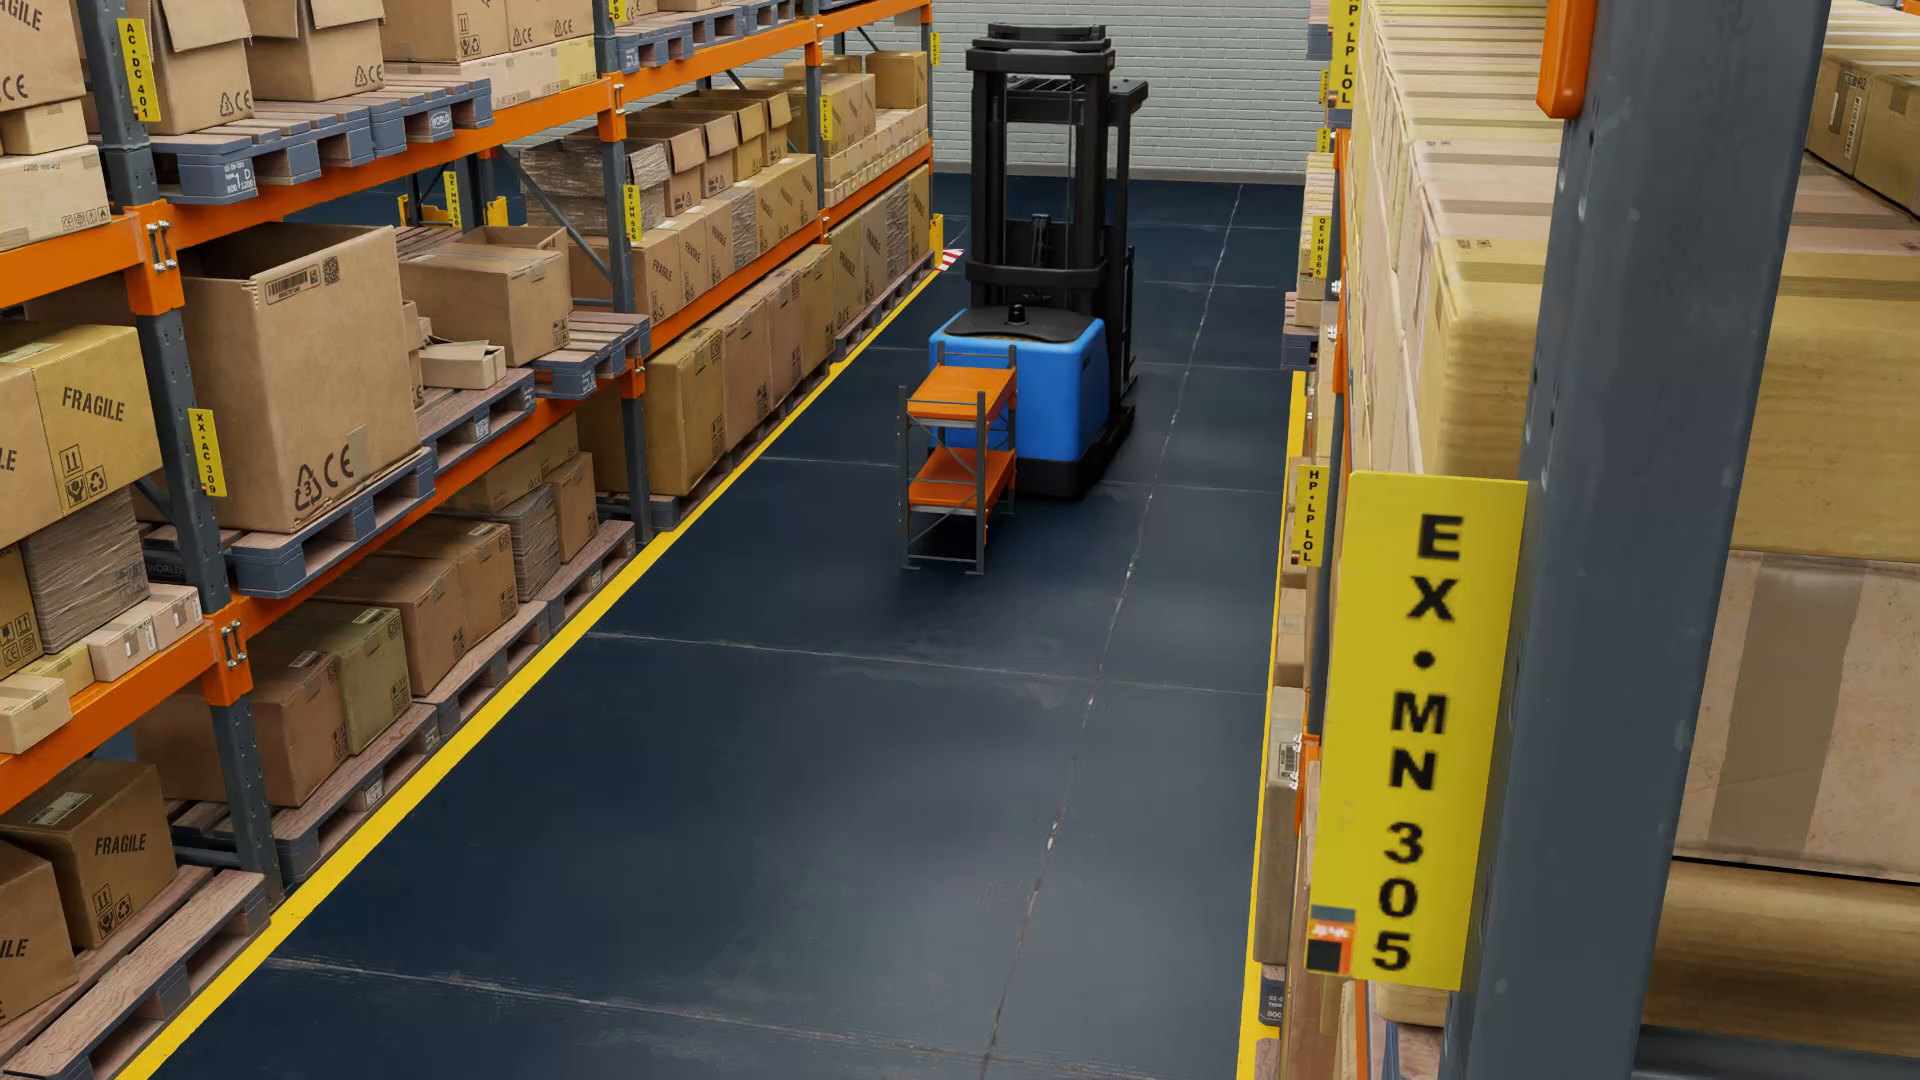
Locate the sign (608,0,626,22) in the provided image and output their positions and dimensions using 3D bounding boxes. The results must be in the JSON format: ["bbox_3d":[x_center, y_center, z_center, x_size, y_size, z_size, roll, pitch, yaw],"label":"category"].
[{"bbox_3d":[-1.883,-3.001,9.082,0.100,0.325,0.005,4,22,11],"label":"sign"}]

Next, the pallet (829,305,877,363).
[{"bbox_3d":[-1.366,-1.853,14.673,1.003,0.211,1.213,4,22,11],"label":"pallet"}]

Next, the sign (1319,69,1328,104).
[{"bbox_3d":[3.522,-4.365,16.019,0.100,0.325,0.005,4,22,11],"label":"sign"}]

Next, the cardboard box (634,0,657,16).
[{"bbox_3d":[-2.270,-3.595,10.554,0.500,0.500,0.500,6,23,14],"label":"cardboard box"}]

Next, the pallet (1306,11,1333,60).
[{"bbox_3d":[2.798,-3.167,10.437,1.213,0.211,1.003,4,22,11],"label":"pallet"}]

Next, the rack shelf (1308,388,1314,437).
[{"bbox_3d":[2.829,-1.394,10.764,1.077,0.370,4.000,4,22,11],"label":"rack shelf"}]

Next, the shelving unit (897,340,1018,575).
[{"bbox_3d":[0.001,-0.524,10.150,0.538,1.125,1.048,4,22,11],"label":"shelving unit"}]

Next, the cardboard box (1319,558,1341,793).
[{"bbox_3d":[1.253,0.425,3.637,0.875,0.550,0.550,4,22,11],"label":"cardboard box"}]

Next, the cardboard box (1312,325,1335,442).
[{"bbox_3d":[1.964,-0.713,7.976,0.500,0.500,0.500,4,22,10],"label":"cardboard box"}]

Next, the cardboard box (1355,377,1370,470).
[{"bbox_3d":[0.732,-0.107,2.229,0.380,0.149,0.250,4,22,10],"label":"cardboard box"}]

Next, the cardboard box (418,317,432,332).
[{"bbox_3d":[-2.981,-0.942,8.315,0.500,0.250,0.500,4,22,9],"label":"cardboard box"}]

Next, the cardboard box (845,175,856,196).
[{"bbox_3d":[-1.105,-3.033,14.207,0.380,0.149,0.250,5,23,13],"label":"cardboard box"}]

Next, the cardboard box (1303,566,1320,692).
[{"bbox_3d":[1.449,0.209,5.687,0.500,0.500,0.500,4,22,11],"label":"cardboard box"}]

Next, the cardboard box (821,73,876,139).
[{"bbox_3d":[-1.040,-3.817,14.614,0.500,0.500,0.500,4,22,9],"label":"cardboard box"}]

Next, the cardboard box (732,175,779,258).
[{"bbox_3d":[-1.633,-2.357,12.057,0.500,0.500,0.500,4,22,10],"label":"cardboard box"}]

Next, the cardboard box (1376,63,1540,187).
[{"bbox_3d":[0.785,-0.571,2.314,0.380,0.149,0.250,4,22,10],"label":"cardboard box"}]

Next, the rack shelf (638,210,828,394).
[{"bbox_3d":[-2.006,-1.810,11.794,1.077,0.370,4.000,4,22,11],"label":"rack shelf"}]

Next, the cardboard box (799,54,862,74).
[{"bbox_3d":[-1.246,-4.416,16.102,0.500,0.500,0.500,4,22,10],"label":"cardboard box"}]

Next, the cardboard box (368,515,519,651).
[{"bbox_3d":[-2.741,0.202,8.594,0.700,0.500,0.500,6,23,15],"label":"cardboard box"}]

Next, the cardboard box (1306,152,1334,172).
[{"bbox_3d":[2.706,-2.705,12.032,0.380,0.149,0.250,6,23,14],"label":"cardboard box"}]

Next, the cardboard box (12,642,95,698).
[{"bbox_3d":[-3.156,0.446,5.567,0.380,0.149,0.250,4,22,11],"label":"cardboard box"}]

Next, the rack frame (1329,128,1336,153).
[{"bbox_3d":[3.237,-2.460,12.446,1.000,3.000,0.127,4,22,11],"label":"rack frame"}]

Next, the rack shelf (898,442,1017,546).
[{"bbox_3d":[0.001,-0.297,10.241,0.538,0.278,1.000,4,22,11],"label":"rack shelf"}]

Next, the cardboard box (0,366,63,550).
[{"bbox_3d":[-3.153,-0.229,5.035,0.500,0.500,0.500,4,22,11],"label":"cardboard box"}]

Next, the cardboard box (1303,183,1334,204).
[{"bbox_3d":[2.444,-2.232,10.858,0.380,0.149,0.250,5,23,13],"label":"cardboard box"}]

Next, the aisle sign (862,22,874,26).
[{"bbox_3d":[-1.061,-5.593,16.745,0.394,0.787,0.004,4,22,11],"label":"aisle sign"}]

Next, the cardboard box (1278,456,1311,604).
[{"bbox_3d":[2.209,0.068,8.619,1.050,0.750,0.750,4,22,10],"label":"cardboard box"}]

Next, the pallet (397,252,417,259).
[{"bbox_3d":[-6.088,-2.678,16.721,1.003,0.211,1.213,4,22,11],"label":"pallet"}]

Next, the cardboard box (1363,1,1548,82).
[{"bbox_3d":[1.043,-1.034,3.463,0.380,0.149,0.250,4,22,10],"label":"cardboard box"}]

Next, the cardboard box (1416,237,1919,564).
[{"bbox_3d":[0.525,-0.106,1.159,0.380,0.149,0.250,5,22,11],"label":"cardboard box"}]

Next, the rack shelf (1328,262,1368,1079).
[{"bbox_3d":[1.197,0.140,2.939,1.077,0.370,4.000,4,22,11],"label":"rack shelf"}]

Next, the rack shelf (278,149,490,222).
[{"bbox_3d":[-6.038,-3.650,16.364,1.077,0.370,4.000,4,22,11],"label":"rack shelf"}]

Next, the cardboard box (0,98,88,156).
[{"bbox_3d":[-3.014,-1.315,5.255,0.380,0.149,0.250,5,23,13],"label":"cardboard box"}]

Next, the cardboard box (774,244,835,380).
[{"bbox_3d":[-1.709,-1.848,13.210,1.225,0.875,0.875,5,22,11],"label":"cardboard box"}]

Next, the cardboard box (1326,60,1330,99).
[{"bbox_3d":[3.477,-4.053,14.532,0.500,0.500,0.500,4,22,10],"label":"cardboard box"}]

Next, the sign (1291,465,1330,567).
[{"bbox_3d":[1.072,-0.072,5.073,0.100,0.325,0.005,4,22,11],"label":"sign"}]

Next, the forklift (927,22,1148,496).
[{"bbox_3d":[0.683,-2.165,11.806,1.130,2.935,3.031,6,23,15],"label":"forklift"}]

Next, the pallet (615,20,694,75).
[{"bbox_3d":[-2.335,-2.955,9.913,1.213,0.211,1.003,6,23,13],"label":"pallet"}]

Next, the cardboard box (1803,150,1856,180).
[{"bbox_3d":[1.446,-0.483,2.628,0.500,0.250,0.500,4,22,11],"label":"cardboard box"}]

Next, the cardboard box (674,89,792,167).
[{"bbox_3d":[-1.720,-3.152,12.688,0.797,0.503,0.637,4,22,10],"label":"cardboard box"}]

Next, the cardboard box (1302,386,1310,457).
[{"bbox_3d":[2.501,-0.677,10.803,0.500,0.500,0.500,3,22,9],"label":"cardboard box"}]

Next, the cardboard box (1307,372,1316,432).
[{"bbox_3d":[2.396,-0.835,10.193,0.500,0.250,0.500,5,22,12],"label":"cardboard box"}]

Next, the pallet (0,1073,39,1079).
[{"bbox_3d":[-3.579,2.040,5.005,1.003,0.211,1.213,4,22,11],"label":"pallet"}]

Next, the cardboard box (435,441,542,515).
[{"bbox_3d":[-2.620,-0.362,8.991,0.500,0.250,0.500,7,23,17],"label":"cardboard box"}]

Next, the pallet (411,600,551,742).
[{"bbox_3d":[-2.826,0.612,8.551,1.003,0.211,1.213,4,22,11],"label":"pallet"}]

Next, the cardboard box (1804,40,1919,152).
[{"bbox_3d":[1.533,-0.706,2.650,0.380,0.149,0.250,5,22,12],"label":"cardboard box"}]

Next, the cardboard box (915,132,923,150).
[{"bbox_3d":[-0.583,-3.971,16.533,0.380,0.149,0.250,5,22,11],"label":"cardboard box"}]

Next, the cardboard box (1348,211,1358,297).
[{"bbox_3d":[0.992,-0.570,3.380,0.380,0.149,0.250,4,22,10],"label":"cardboard box"}]

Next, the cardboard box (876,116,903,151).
[{"bbox_3d":[-0.828,-3.837,15.668,0.500,0.250,0.500,4,22,9],"label":"cardboard box"}]

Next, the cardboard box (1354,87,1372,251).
[{"bbox_3d":[1.027,-0.708,3.188,0.500,0.250,0.500,4,22,10],"label":"cardboard box"}]

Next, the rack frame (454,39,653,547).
[{"bbox_3d":[-2.414,-1.412,9.844,1.000,3.000,0.127,4,22,11],"label":"rack frame"}]

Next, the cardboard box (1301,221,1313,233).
[{"bbox_3d":[2.179,-1.753,9.668,0.380,0.149,0.250,5,23,13],"label":"cardboard box"}]

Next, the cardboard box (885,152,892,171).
[{"bbox_3d":[-0.844,-3.507,15.382,0.380,0.149,0.250,5,22,12],"label":"cardboard box"}]

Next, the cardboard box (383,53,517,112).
[{"bbox_3d":[-2.464,-2.175,7.925,0.500,0.250,0.500,5,22,12],"label":"cardboard box"}]

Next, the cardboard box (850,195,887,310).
[{"bbox_3d":[-1.201,-2.648,15.196,0.875,0.875,0.875,4,22,11],"label":"cardboard box"}]

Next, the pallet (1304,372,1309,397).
[{"bbox_3d":[3.340,-1.414,13.583,1.003,0.211,1.213,4,22,11],"label":"pallet"}]
